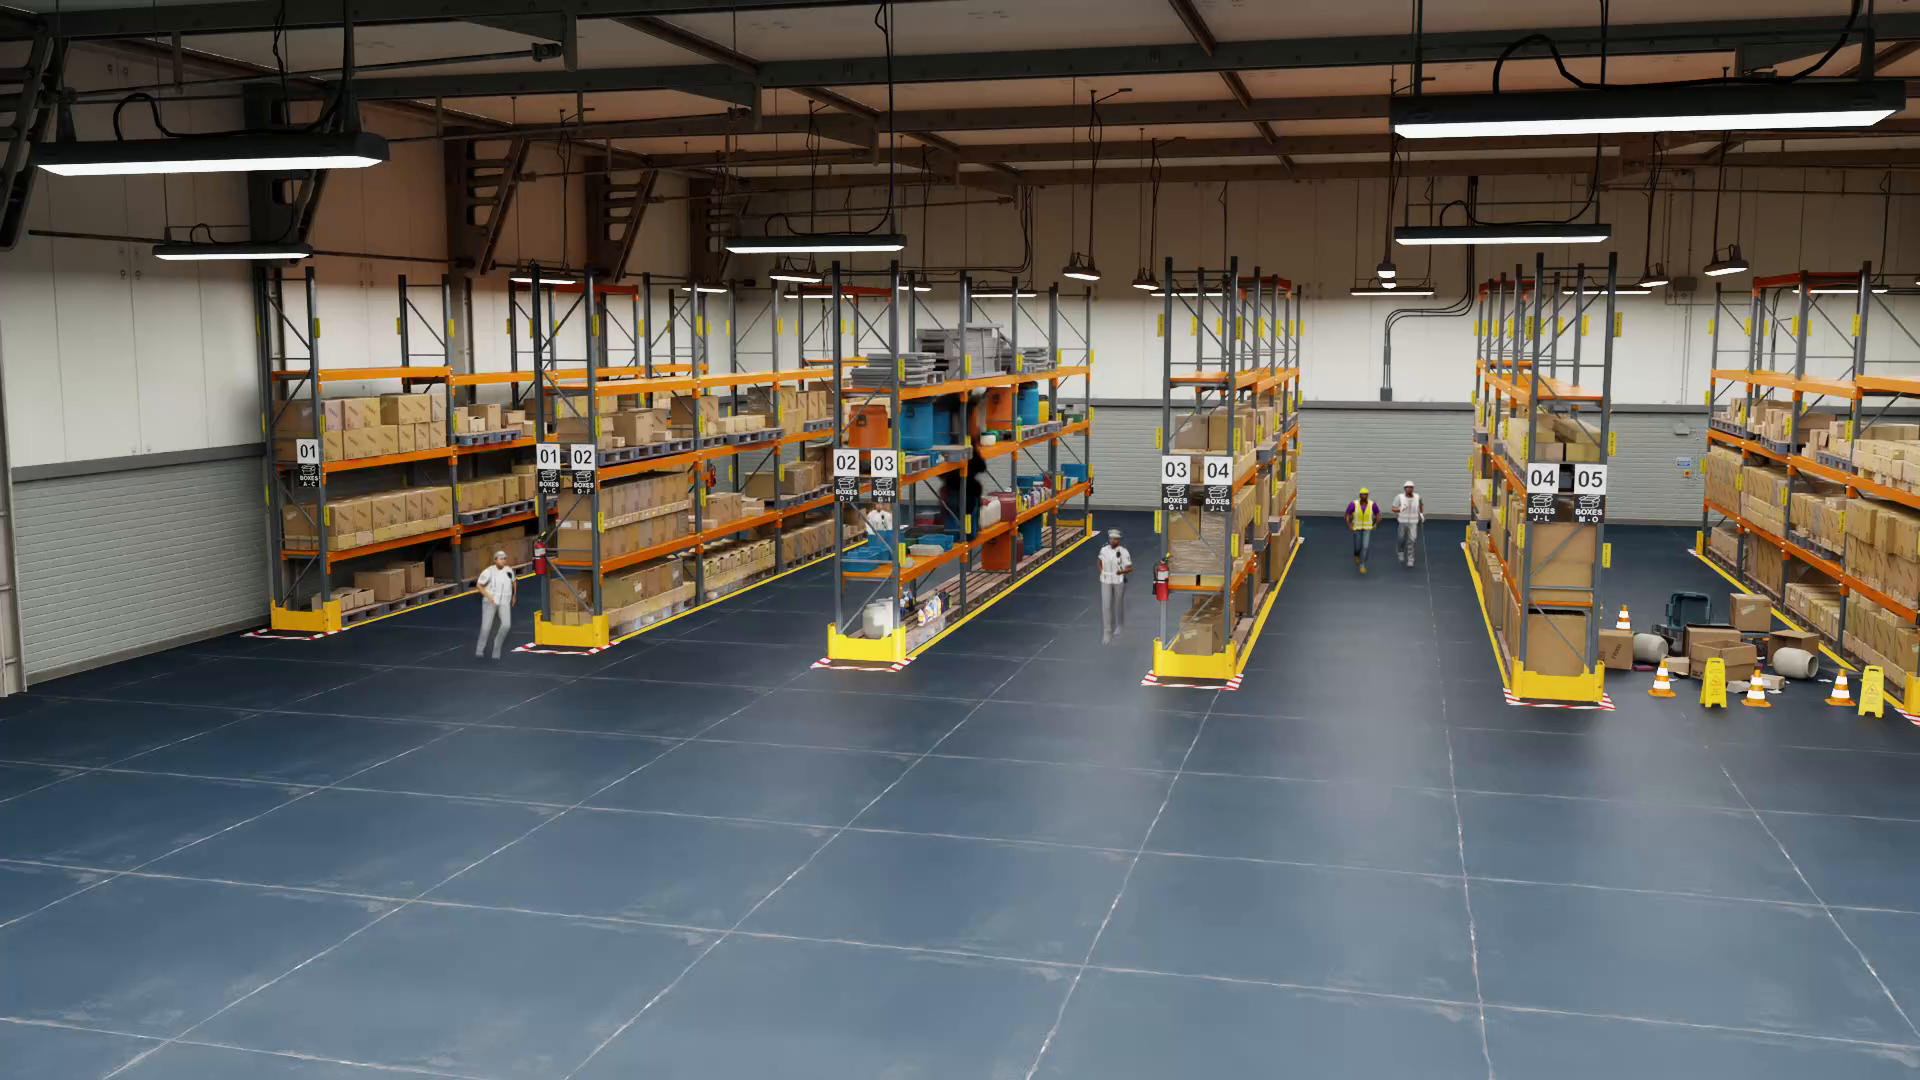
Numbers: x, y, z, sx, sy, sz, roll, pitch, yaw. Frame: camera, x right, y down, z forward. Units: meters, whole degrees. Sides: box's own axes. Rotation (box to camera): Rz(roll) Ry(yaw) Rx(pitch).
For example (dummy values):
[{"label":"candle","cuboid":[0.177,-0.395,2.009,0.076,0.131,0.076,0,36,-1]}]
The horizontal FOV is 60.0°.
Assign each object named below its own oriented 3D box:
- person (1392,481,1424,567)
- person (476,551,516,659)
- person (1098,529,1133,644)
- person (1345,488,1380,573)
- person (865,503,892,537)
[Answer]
[{"label":"person","cuboid":[9.430,-0.365,35.027,0.683,1.764,1.000,1,7,9]},{"label":"person","cuboid":[-7.060,0.990,25.428,0.680,1.655,0.638,-4,8,-30]},{"label":"person","cuboid":[2.354,0.681,25.486,0.578,1.716,0.867,2,8,15]},{"label":"person","cuboid":[8.348,-0.220,34.506,0.718,1.754,0.782,2,7,12]},{"label":"person","cuboid":[-1.637,-0.029,33.123,0.587,1.666,0.620,1,7,7]}]
